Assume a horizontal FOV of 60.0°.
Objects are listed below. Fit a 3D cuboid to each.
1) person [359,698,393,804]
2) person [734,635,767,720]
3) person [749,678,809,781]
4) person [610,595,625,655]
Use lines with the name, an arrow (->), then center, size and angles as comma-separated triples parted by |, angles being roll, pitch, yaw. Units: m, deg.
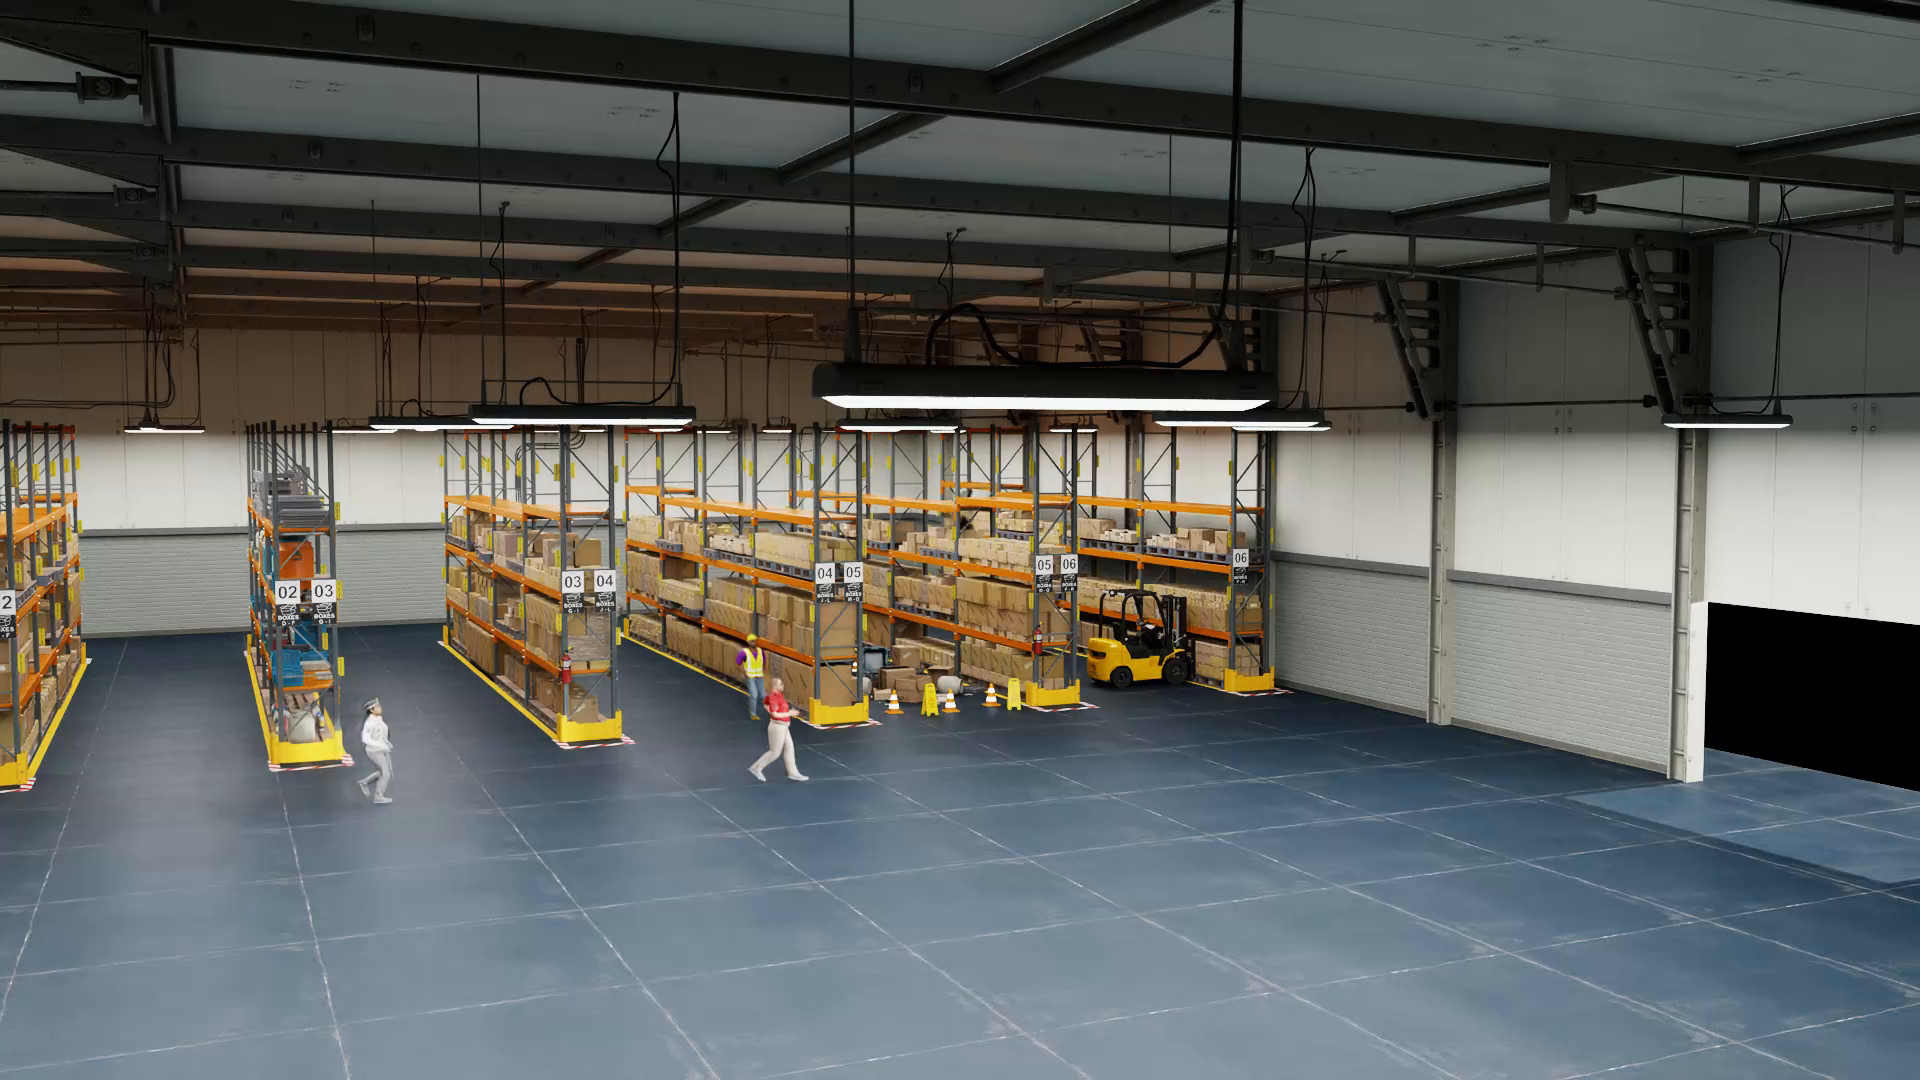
person -> -9.098, 3.277, 25.884 | 0.559, 1.646, 0.613 | 0, 4, 0
person -> -4.199, 2.763, 33.589 | 0.700, 1.719, 0.625 | -2, 4, -33
person -> -2.979, 3.118, 27.323 | 0.966, 1.707, 0.670 | 0, 4, 0
person -> -9.162, 2.083, 43.835 | 0.629, 1.815, 0.916 | -1, 4, -18
